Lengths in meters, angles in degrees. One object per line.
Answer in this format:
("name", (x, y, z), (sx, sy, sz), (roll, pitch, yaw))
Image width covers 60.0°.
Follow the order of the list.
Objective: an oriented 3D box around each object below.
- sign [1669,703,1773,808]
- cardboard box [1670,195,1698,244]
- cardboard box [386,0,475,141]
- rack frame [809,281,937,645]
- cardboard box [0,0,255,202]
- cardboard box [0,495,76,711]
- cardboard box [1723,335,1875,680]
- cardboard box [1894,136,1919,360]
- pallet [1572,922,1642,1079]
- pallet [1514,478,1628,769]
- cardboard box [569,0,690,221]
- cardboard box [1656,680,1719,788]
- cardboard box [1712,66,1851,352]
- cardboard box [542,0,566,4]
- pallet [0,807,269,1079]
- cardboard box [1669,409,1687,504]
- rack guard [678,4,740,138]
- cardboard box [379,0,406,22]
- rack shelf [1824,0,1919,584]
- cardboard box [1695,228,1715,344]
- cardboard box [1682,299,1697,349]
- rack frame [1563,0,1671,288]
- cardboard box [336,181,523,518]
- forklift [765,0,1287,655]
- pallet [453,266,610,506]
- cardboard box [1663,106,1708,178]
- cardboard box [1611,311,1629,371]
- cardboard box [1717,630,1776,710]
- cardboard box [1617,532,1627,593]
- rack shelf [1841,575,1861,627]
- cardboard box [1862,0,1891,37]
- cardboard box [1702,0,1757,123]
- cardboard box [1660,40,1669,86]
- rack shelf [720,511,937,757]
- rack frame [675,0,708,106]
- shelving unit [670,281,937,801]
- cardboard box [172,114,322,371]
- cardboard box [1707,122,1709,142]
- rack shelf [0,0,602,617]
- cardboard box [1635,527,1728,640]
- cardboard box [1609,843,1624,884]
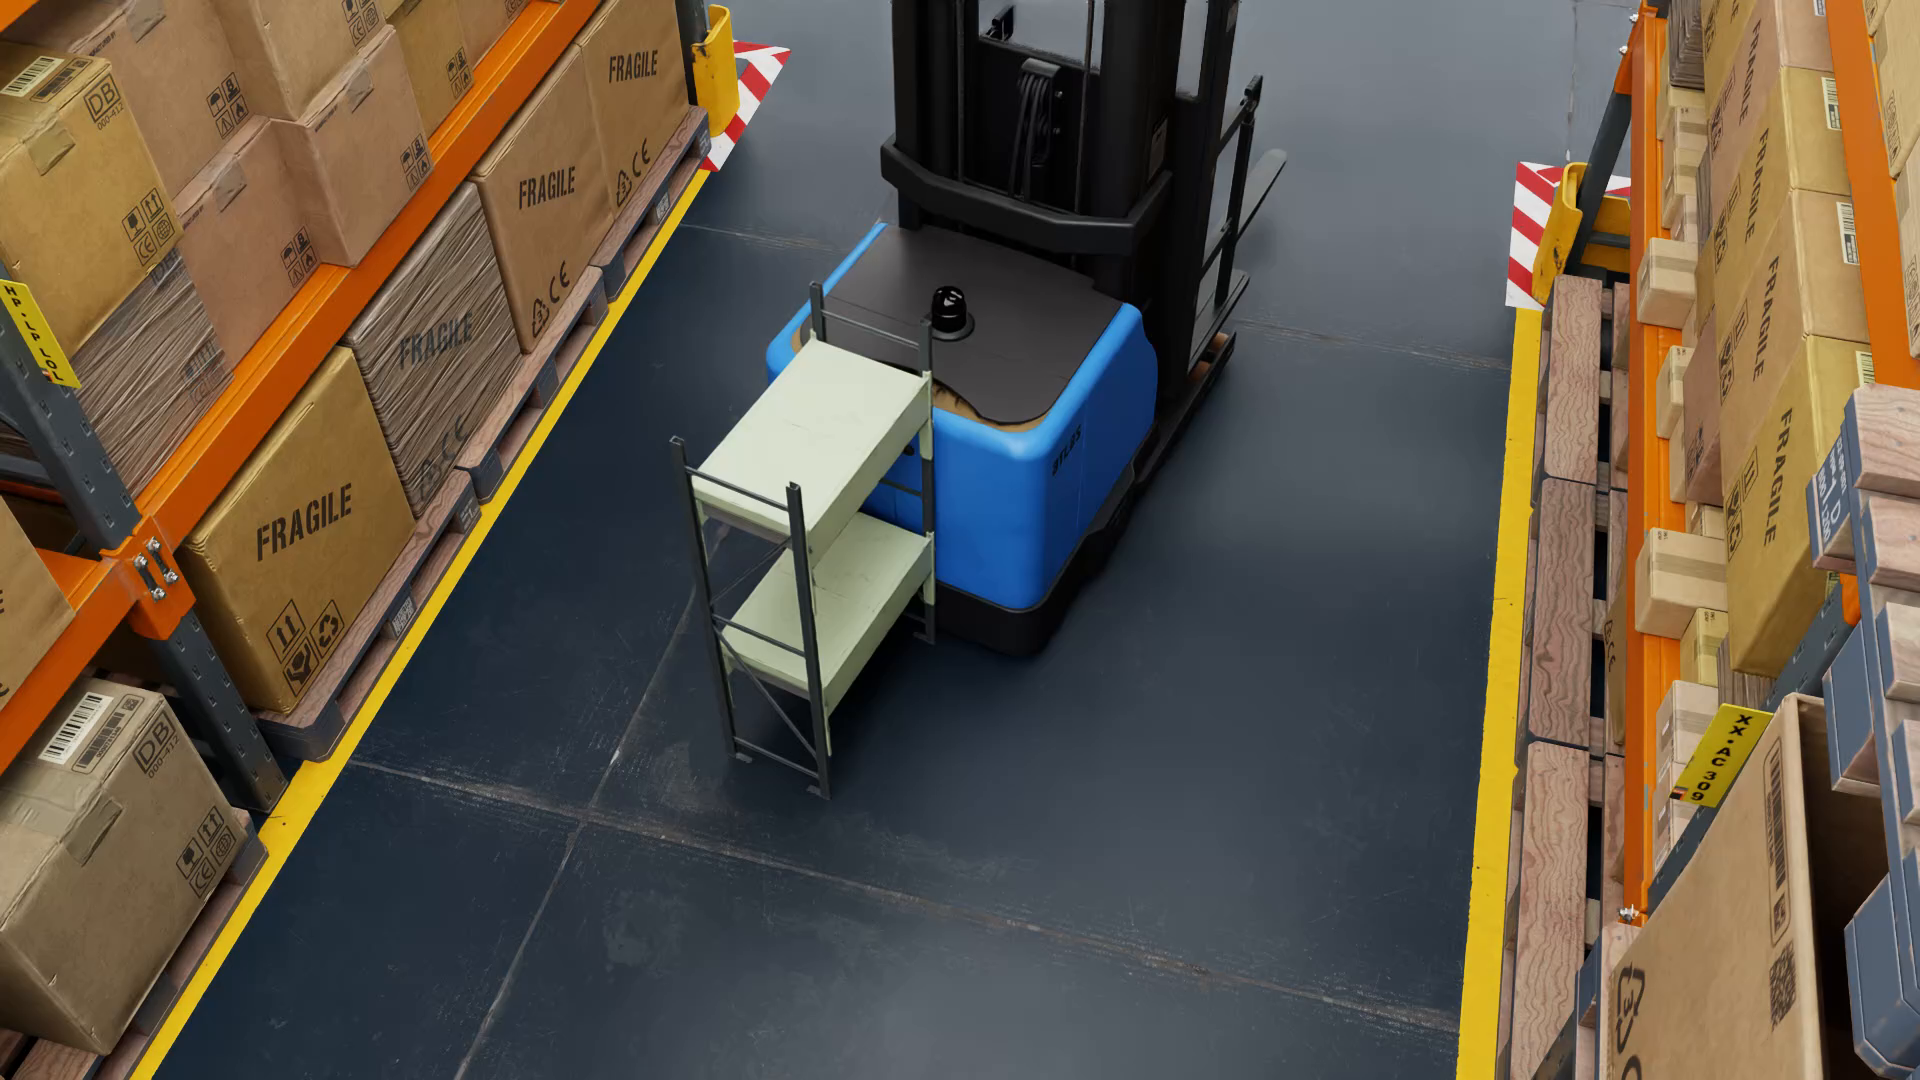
("sign", (1.506, 0.431, 3.292), (0.100, 0.325, 0.005), (12, 50, 10))
("cardboard box", (2.456, -0.927, 5.235), (0.380, 0.149, 0.250), (12, 50, 10))
("cardboard box", (-2.220, -1.725, 5.671), (0.875, 0.550, 0.500), (12, 50, 10))
("rack frame", (-0.264, -0.197, 5.423), (0.400, 1.500, 0.023), (21, 52, 18))
("cardboard box", (-2.564, -1.321, 4.595), (0.875, 0.550, 0.550), (12, 50, 10))
("cardboard box", (-2.607, 0.164, 4.038), (0.500, 0.500, 0.500), (11, 50, 10))
("cardboard box", (1.884, -0.023, 3.338), (0.500, 0.500, 0.500), (12, 50, 10))
("cardboard box", (1.899, -0.505, 2.795), (0.500, 0.250, 0.500), (13, 50, 11))
("pallet", (1.690, 1.406, 3.136), (1.003, 0.211, 1.213), (12, 50, 10))
("pallet", (2.493, 0.364, 5.788), (1.003, 0.211, 1.213), (12, 50, 10))
("cardboard box", (-1.789, -2.059, 7.203), (0.875, 0.875, 0.875), (12, 50, 10))
("cardboard box", (1.879, 0.509, 3.967), (0.380, 0.149, 0.250), (12, 50, 10))
("cardboard box", (2.147, -0.747, 3.976), (0.500, 0.500, 0.500), (12, 50, 10))
("cardboard box", (-1.852, -2.496, 6.353), (0.875, 0.550, 0.550), (12, 50, 10))
("pallet", (-2.858, 1.263, 4.995), (1.003, 0.211, 1.213), (12, 50, 10))
("cardboard box", (2.181, -0.206, 4.599), (0.380, 0.149, 0.250), (12, 50, 10))
("rack guard", (-1.668, -2.317, 7.961), (1.175, 0.500, 0.348), (12, 50, 10))
("cardboard box", (-2.158, -2.069, 5.255), (0.875, 0.550, 0.500), (12, 50, 10))
("rack shelf", (2.558, -1.382, 3.949), (1.077, 0.370, 4.000), (12, 50, 10))
("cardboard box", (2.581, -0.716, 4.616), (0.875, 0.500, 0.500), (12, 50, 10))
("cardboard box", (2.353, -0.559, 4.911), (0.380, 0.149, 0.250), (12, 50, 10))
("rack frame", (3.084, -2.074, 6.080), (1.000, 3.000, 0.127), (12, 50, 10))
("cardboard box", (-2.261, -0.763, 6.060), (0.875, 0.875, 0.875), (12, 50, 10))
("forklift", (0.478, -1.680, 5.778), (1.130, 2.935, 3.031), (21, 52, 18))
("pallet", (-2.133, -0.730, 6.754), (1.003, 0.211, 1.213), (12, 50, 10))
("cardboard box", (2.569, -1.292, 5.558), (0.380, 0.149, 0.250), (12, 50, 10))
("cardboard box", (2.903, -0.938, 6.464), (0.500, 0.500, 0.500), (20, 52, 17))
("cardboard box", (2.209, 0.374, 3.654), (0.875, 0.500, 0.500), (12, 50, 10))
("cardboard box", (2.596, -0.050, 5.680), (0.500, 0.500, 0.500), (16, 50, 14))
("rack shelf", (1.505, 1.511, 1.395), (1.077, 0.370, 4.000), (12, 50, 10))
("cardboard box", (2.176, -1.251, 3.453), (0.500, 0.250, 0.500), (11, 50, 10))
("cardboard box", (2.408, -1.471, 4.615), (0.500, 0.500, 0.500), (12, 50, 10))
("cardboard box", (2.695, -1.655, 5.878), (0.380, 0.149, 0.250), (12, 50, 10))
("rack shelf", (-0.433, 0.263, 5.453), (0.431, 0.370, 0.720), (21, 52, 18))
("rack frame", (-1.675, -3.126, 7.009), (1.000, 3.000, 0.127), (12, 50, 10))
("shelving unit", (-0.433, 0.047, 5.208), (0.431, 1.500, 0.755), (21, 52, 18))
("cardboard box", (-2.519, -0.954, 4.991), (0.875, 0.550, 0.550), (12, 50, 10))
("cardboard box", (2.897, -1.428, 5.245), (0.875, 0.500, 0.500), (12, 50, 10))
("rack shelf", (-2.201, -1.442, 6.002), (1.077, 0.370, 4.000), (12, 50, 10))
("cardboard box", (1.961, 0.138, 4.295), (0.380, 0.149, 0.250), (12, 50, 10))
("cardboard box", (2.318, 0.810, 4.922), (0.500, 0.500, 0.500), (27, 54, 22))
